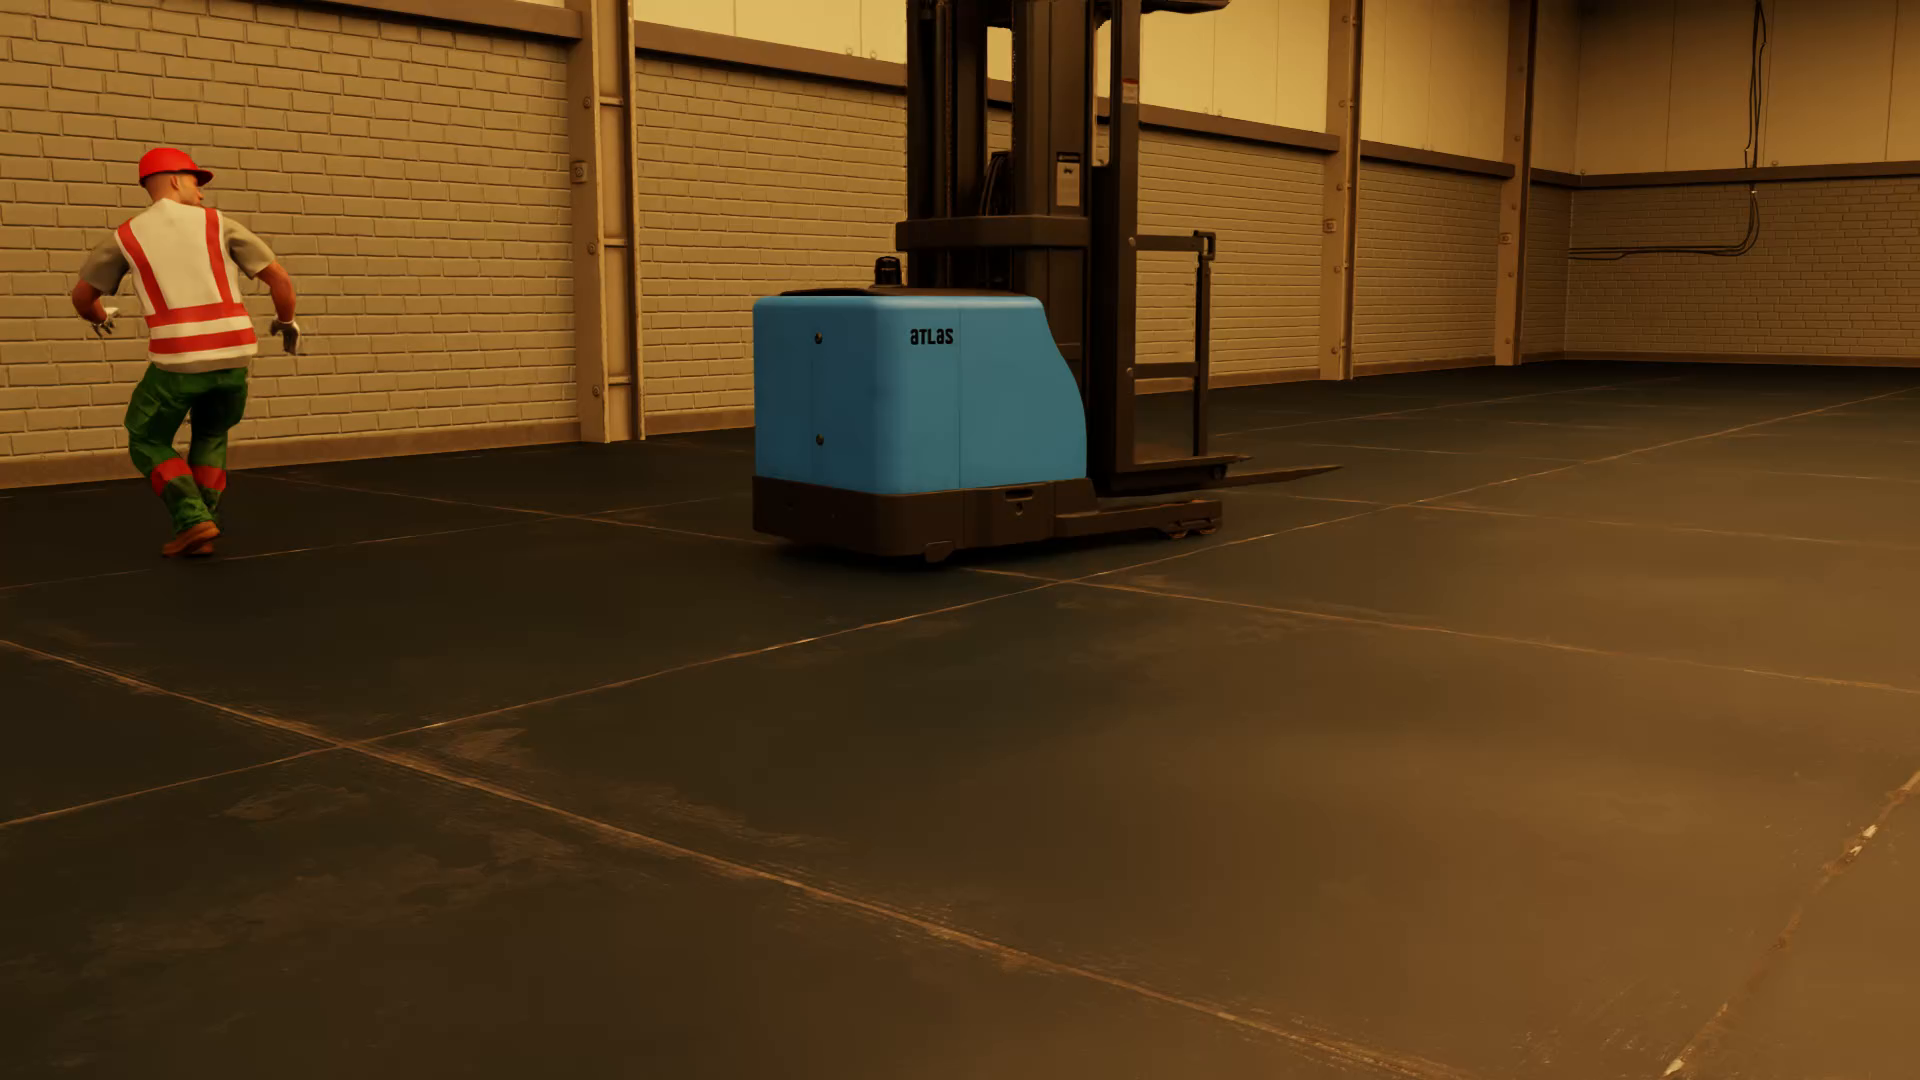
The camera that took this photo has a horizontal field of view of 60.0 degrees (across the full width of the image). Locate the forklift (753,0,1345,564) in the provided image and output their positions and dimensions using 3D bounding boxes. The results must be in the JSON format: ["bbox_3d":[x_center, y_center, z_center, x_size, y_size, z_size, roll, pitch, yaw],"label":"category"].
[{"bbox_3d":[0.569,-1.505,7.570,3.031,2.935,1.130,-7,11,-39],"label":"forklift"}]

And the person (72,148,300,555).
[{"bbox_3d":[-3.172,-0.766,6.874,0.859,1.663,0.784,-6,10,-36],"label":"person"}]
